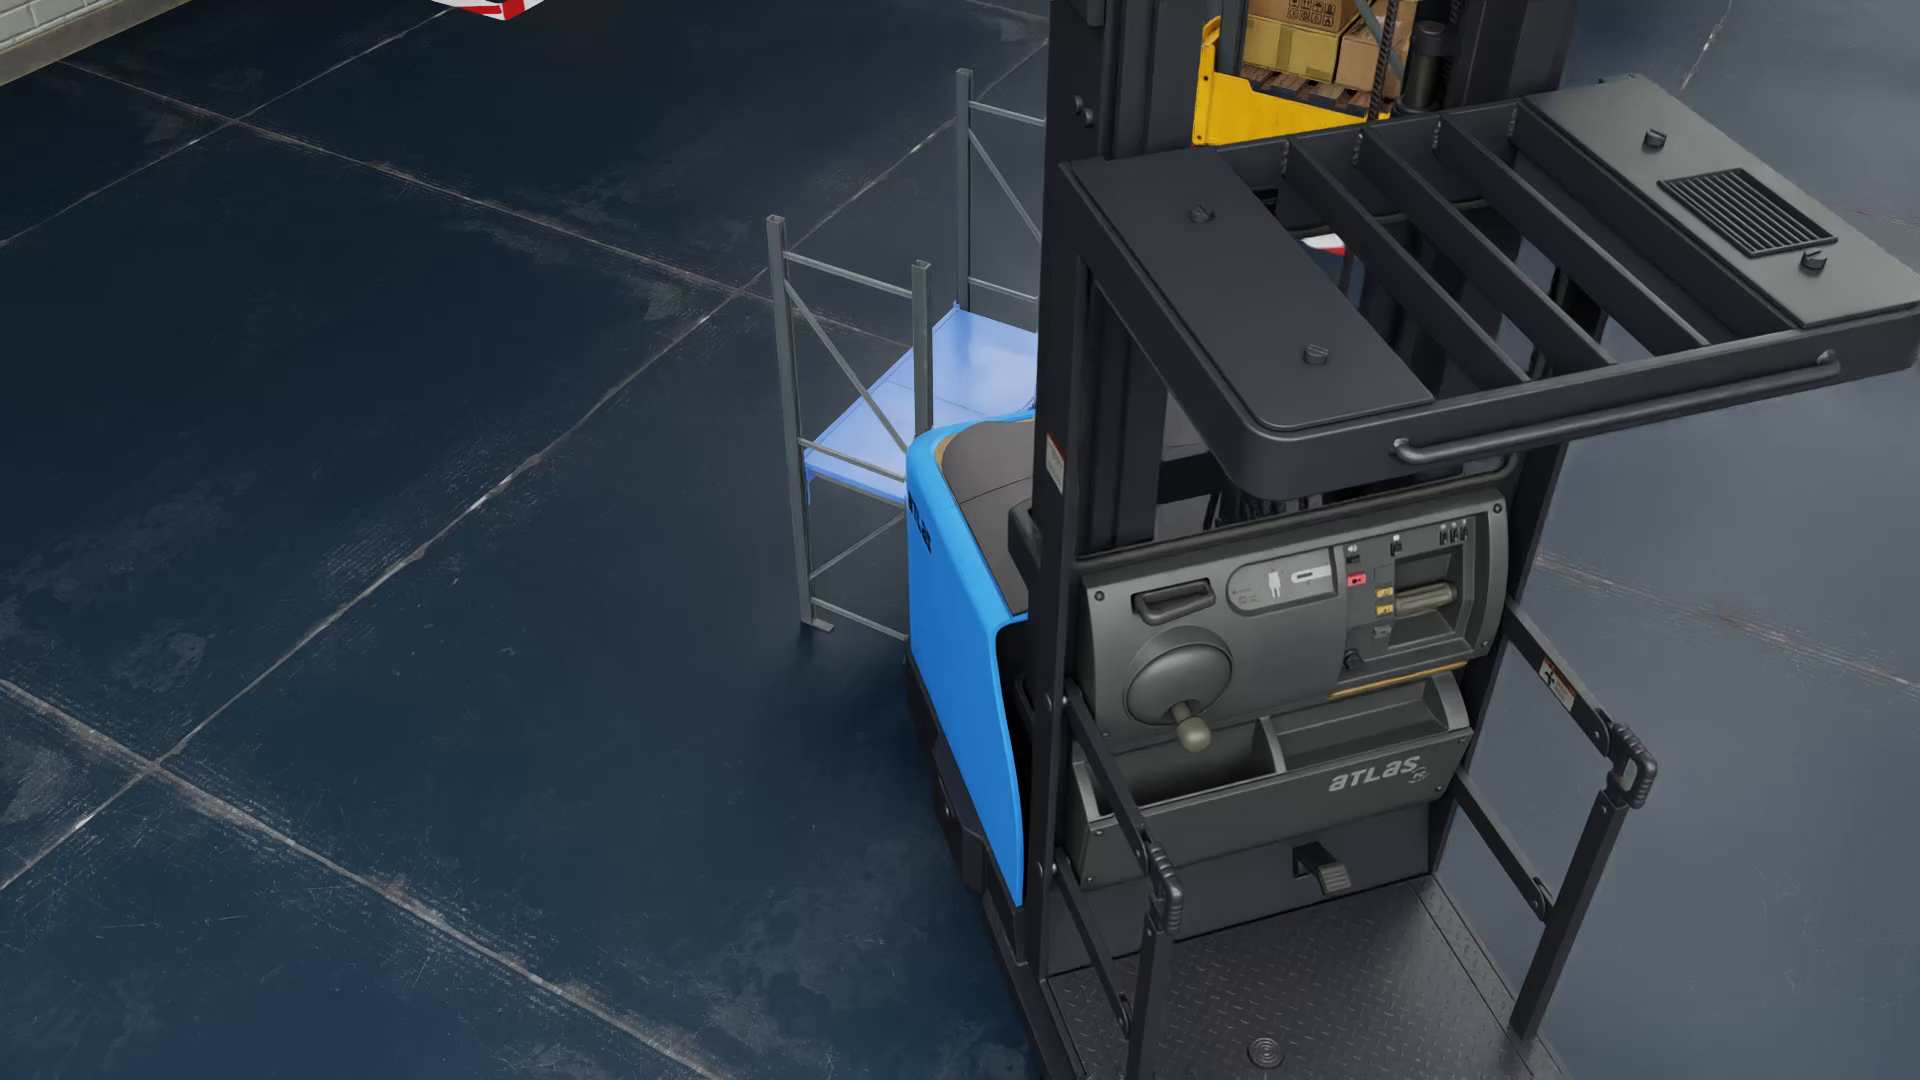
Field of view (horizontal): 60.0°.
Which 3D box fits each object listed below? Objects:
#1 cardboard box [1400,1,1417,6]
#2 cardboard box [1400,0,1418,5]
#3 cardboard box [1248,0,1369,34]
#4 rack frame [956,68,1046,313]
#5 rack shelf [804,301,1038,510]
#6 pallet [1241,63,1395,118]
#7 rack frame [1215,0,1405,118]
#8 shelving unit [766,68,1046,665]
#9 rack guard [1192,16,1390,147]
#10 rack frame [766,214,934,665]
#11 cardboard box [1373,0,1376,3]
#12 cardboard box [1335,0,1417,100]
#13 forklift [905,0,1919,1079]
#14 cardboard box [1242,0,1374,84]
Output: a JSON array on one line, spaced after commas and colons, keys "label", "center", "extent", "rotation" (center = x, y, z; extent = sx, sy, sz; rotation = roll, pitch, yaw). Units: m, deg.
[{"label": "cardboard box", "center": [2.360, -2.591, 8.186], "extent": [0.500, 0.250, 0.500], "rotation": [21, 45, 22]}, {"label": "cardboard box", "center": [2.361, -2.872, 7.937], "extent": [0.500, 0.500, 0.500], "rotation": [21, 45, 22]}, {"label": "cardboard box", "center": [1.662, -2.757, 7.807], "extent": [0.500, 0.500, 0.500], "rotation": [21, 45, 22]}, {"label": "rack frame", "center": [0.212, -0.805, 5.529], "extent": [0.500, 1.500, 0.032], "rotation": [21, 45, 22]}, {"label": "rack shelf", "center": [-0.043, -0.379, 5.318], "extent": [0.538, 0.185, 1.000], "rotation": [21, 45, 22]}, {"label": "pallet", "center": [1.998, -2.350, 8.259], "extent": [1.003, 0.211, 1.213], "rotation": [21, 45, 22]}, {"label": "rack frame", "center": [1.652, -2.945, 6.824], "extent": [1.000, 3.000, 0.127], "rotation": [21, 45, 22]}, {"label": "shelving unit", "center": [-0.043, -0.514, 5.199], "extent": [0.538, 1.500, 1.048], "rotation": [21, 45, 22]}, {"label": "rack guard", "center": [1.640, -1.993, 7.635], "extent": [1.175, 0.500, 0.348], "rotation": [21, 45, 22]}, {"label": "rack frame", "center": [-0.297, -0.223, 4.869], "extent": [0.500, 1.500, 0.032], "rotation": [21, 45, 22]}, {"label": "cardboard box", "center": [1.904, -2.765, 8.383], "extent": [0.500, 0.250, 0.500], "rotation": [21, 45, 22]}, {"label": "cardboard box", "center": [2.113, -2.304, 7.859], "extent": [0.500, 0.250, 0.500], "rotation": [21, 45, 22]}, {"label": "forklift", "center": [0.766, 0.250, 3.248], "extent": [1.130, 2.935, 3.031], "rotation": [-12, 43, -13]}, {"label": "cardboard box", "center": [1.664, -2.475, 8.054], "extent": [0.500, 0.250, 0.500], "rotation": [21, 45, 22]}]
